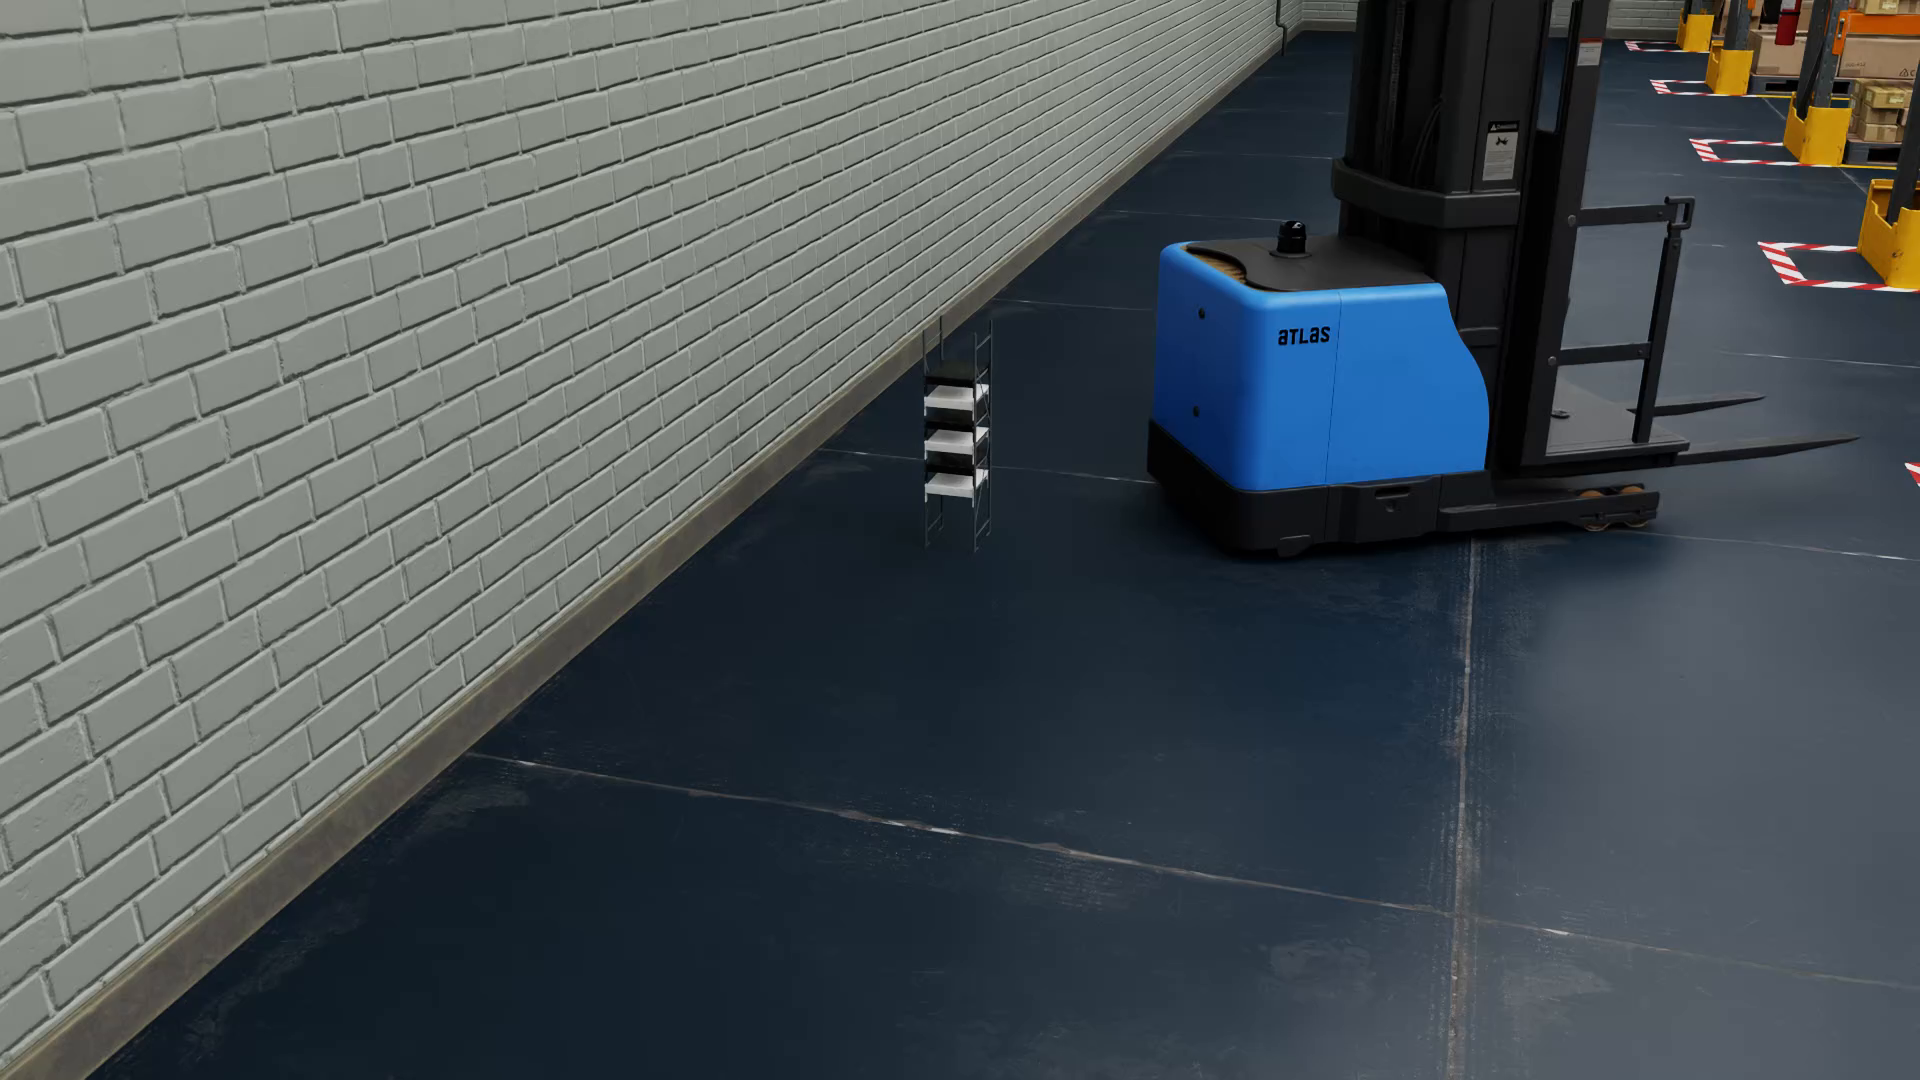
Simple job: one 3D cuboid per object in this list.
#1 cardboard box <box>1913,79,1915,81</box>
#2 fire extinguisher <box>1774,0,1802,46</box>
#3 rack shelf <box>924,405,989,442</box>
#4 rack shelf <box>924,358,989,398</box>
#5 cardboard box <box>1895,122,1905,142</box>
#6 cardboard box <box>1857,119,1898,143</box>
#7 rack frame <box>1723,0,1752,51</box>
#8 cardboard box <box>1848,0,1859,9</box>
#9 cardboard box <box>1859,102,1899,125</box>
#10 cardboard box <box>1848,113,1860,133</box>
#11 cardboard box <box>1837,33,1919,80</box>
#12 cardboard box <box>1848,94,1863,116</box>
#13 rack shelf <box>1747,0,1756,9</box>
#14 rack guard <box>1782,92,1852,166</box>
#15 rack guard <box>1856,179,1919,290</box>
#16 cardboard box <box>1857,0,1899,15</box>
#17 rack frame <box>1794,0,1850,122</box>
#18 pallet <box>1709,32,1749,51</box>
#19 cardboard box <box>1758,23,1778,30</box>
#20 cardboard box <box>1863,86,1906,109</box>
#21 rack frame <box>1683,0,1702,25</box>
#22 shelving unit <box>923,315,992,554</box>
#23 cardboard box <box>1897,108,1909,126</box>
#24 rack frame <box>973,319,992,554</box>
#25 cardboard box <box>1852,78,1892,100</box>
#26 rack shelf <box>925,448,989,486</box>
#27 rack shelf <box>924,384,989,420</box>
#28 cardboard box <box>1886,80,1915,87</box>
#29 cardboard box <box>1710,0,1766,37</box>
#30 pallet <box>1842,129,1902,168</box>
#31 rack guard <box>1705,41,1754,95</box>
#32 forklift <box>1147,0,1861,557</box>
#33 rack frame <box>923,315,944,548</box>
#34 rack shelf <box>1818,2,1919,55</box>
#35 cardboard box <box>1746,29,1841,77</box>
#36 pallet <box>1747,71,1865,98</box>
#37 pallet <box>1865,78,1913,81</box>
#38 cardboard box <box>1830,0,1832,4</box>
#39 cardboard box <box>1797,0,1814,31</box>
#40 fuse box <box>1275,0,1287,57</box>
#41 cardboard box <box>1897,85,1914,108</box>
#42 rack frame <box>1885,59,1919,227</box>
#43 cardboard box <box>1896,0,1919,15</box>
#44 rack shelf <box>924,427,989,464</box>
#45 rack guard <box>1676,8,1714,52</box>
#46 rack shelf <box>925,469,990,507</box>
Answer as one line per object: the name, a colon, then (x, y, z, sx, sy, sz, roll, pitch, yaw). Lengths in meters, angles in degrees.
cardboard box: (8.975, -4.153, 15.362, 0.250, 0.149, 0.380, 6, 23, 14)
fire extinguisher: (7.778, -4.986, 15.567, 0.183, 0.674, 0.296, 7, 23, 16)
rack shelf: (-0.008, -0.470, 6.580, 0.200, 0.077, 0.258, 7, 23, 16)
rack shelf: (-0.008, -0.636, 6.512, 0.200, 0.077, 0.258, 7, 23, 16)
cardboard box: (8.570, -3.702, 15.046, 0.250, 0.149, 0.380, 6, 23, 15)
cardboard box: (8.295, -3.701, 15.043, 0.250, 0.149, 0.380, 7, 23, 17)
rack frame: (9.219, -6.809, 19.417, 0.127, 3.000, 1.000, 7, 23, 16)
cardboard box: (8.280, -4.950, 15.217, 0.250, 0.149, 0.380, 7, 23, 16)
cardboard box: (8.314, -3.862, 15.043, 0.250, 0.149, 0.380, 8, 23, 18)
cardboard box: (8.450, -3.893, 15.511, 0.250, 0.149, 0.380, 7, 23, 16)
cardboard box: (10.759, -5.685, 19.499, 0.875, 0.438, 0.875, 7, 23, 17)
cardboard box: (8.474, -4.058, 15.522, 0.250, 0.149, 0.380, 6, 23, 14)
rack shelf: (11.134, -6.257, 19.019, 4.000, 0.370, 1.077, 7, 23, 16)
rack guard: (7.959, -3.835, 15.460, 0.348, 0.500, 1.175, 7, 23, 16)
rack guard: (6.334, -2.055, 11.120, 0.348, 0.500, 1.175, 7, 23, 16)
cardboard box: (8.102, -4.729, 14.676, 0.250, 0.149, 0.380, 6, 23, 15)
rack frame: (7.886, -4.999, 15.006, 0.127, 3.000, 1.000, 7, 23, 16)
pallet: (11.486, -7.227, 24.111, 1.213, 0.211, 1.003, 7, 23, 16)
cardboard box: (11.603, -7.326, 23.881, 0.250, 0.149, 0.380, 6, 23, 13)
cardboard box: (8.290, -3.969, 14.913, 0.250, 0.149, 0.380, 5, 23, 13)
rack frame: (10.650, -8.613, 23.815, 0.127, 3.000, 1.000, 7, 23, 16)
shelving unit: (-0.008, -0.417, 6.601, 0.210, 0.900, 0.258, 7, 23, 16)
cardboard box: (8.560, -3.811, 14.920, 0.250, 0.149, 0.380, 6, 23, 15)
rack frame: (0.090, -0.406, 6.574, 0.006, 0.900, 0.240, 7, 23, 16)
cardboard box: (8.466, -4.184, 15.437, 0.250, 0.149, 0.380, 7, 23, 16)
rack shelf: (-0.008, -0.303, 6.648, 0.200, 0.077, 0.258, 7, 23, 16)
rack shelf: (-0.008, -0.553, 6.546, 0.200, 0.077, 0.258, 7, 23, 16)
cardboard box: (8.690, -4.136, 15.319, 0.250, 0.149, 0.380, 7, 23, 17)
cardboard box: (11.208, -7.551, 23.961, 0.637, 0.503, 0.797, 6, 23, 13)
pallet: (8.727, -3.599, 15.266, 1.213, 0.211, 1.003, 7, 23, 16)
rack guard: (9.196, -5.655, 19.898, 0.348, 0.500, 1.175, 7, 23, 16)
forklift: (2.398, -1.578, 6.755, 3.031, 2.935, 1.130, -6, 23, -14)
rack frame: (-0.105, -0.428, 6.629, 0.006, 0.900, 0.240, 7, 23, 16)
rack shelf: (9.801, -4.447, 14.608, 4.000, 0.370, 1.077, 7, 23, 16)
cardboard box: (9.880, -5.782, 19.736, 0.875, 0.438, 0.875, 6, 23, 14)
pallet: (10.007, -5.460, 19.802, 1.213, 0.211, 1.003, 7, 23, 16)
pallet: (11.172, -5.325, 19.474, 1.213, 0.211, 1.003, 7, 23, 16)
cardboard box: (12.492, -7.347, 23.469, 0.500, 0.500, 0.500, 7, 23, 17)
cardboard box: (12.015, -7.441, 23.699, 0.500, 0.500, 0.700, 8, 23, 18)
fuse box: (4.561, -7.570, 22.970, 0.414, 1.711, 0.539, 7, 23, 16)
cardboard box: (8.588, -3.983, 14.946, 0.250, 0.149, 0.380, 7, 23, 16)
rack frame: (6.357, -3.208, 10.639, 0.127, 3.000, 1.000, 7, 23, 16)
cardboard box: (8.357, -4.716, 14.645, 0.250, 0.149, 0.380, 7, 23, 17)
rack shelf: (-0.008, -0.386, 6.614, 0.200, 0.077, 0.258, 7, 23, 16)
rack guard: (10.722, -7.448, 24.269, 0.348, 0.500, 1.175, 7, 23, 16)
rack shelf: (-0.008, -0.220, 6.682, 0.200, 0.077, 0.258, 7, 23, 16)
